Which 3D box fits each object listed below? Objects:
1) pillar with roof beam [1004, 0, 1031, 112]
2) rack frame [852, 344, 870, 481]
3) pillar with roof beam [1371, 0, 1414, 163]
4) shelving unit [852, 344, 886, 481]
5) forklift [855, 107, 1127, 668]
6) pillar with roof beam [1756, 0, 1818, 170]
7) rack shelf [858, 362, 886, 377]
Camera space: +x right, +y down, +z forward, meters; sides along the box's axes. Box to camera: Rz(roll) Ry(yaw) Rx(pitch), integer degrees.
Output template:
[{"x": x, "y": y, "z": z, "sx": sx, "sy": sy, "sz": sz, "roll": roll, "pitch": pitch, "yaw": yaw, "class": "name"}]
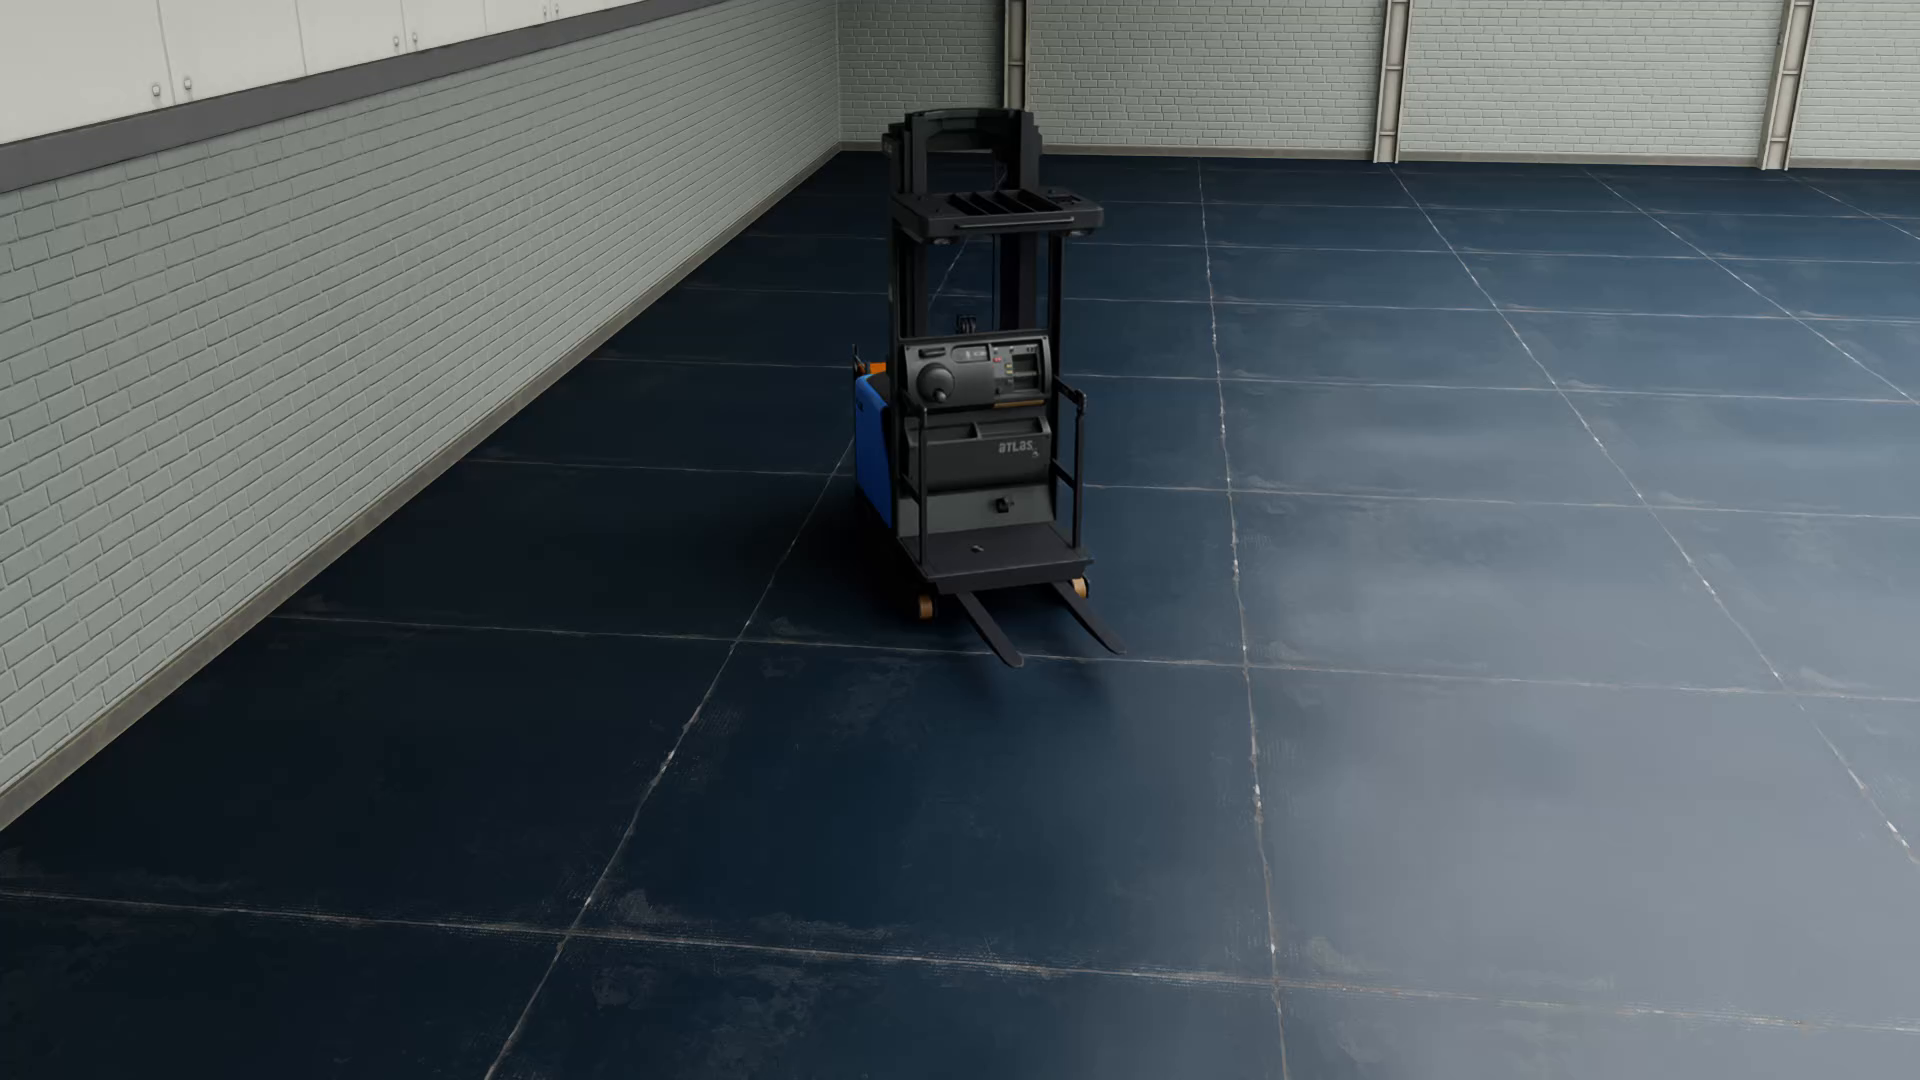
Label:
[{"x": 0.425, "y": -9.018, "z": 22.010, "sx": 0.400, "sy": 9.000, "sz": 9.100, "roll": 2, "pitch": 22, "yaw": 6, "class": "pillar with roof beam"}, {"x": -0.698, "y": -0.793, "z": 11.915, "sx": 0.032, "sy": 1.125, "sz": 0.500, "roll": -5, "pitch": 22, "yaw": -13, "class": "rack frame"}, {"x": 6.383, "y": -8.758, "z": 21.354, "sx": 0.400, "sy": 9.000, "sz": 9.100, "roll": 2, "pitch": 22, "yaw": 6, "class": "pillar with roof beam"}, {"x": -0.206, "y": -0.840, "z": 12.033, "sx": 1.048, "sy": 1.125, "sz": 0.538, "roll": -5, "pitch": 22, "yaw": -13, "class": "shelving unit"}, {"x": 0.175, "y": -1.029, "z": 10.056, "sx": 1.130, "sy": 2.935, "sz": 3.031, "roll": -6, "pitch": 22, "yaw": -15, "class": "forklift"}, {"x": 12.341, "y": -8.499, "z": 20.697, "sx": 0.400, "sy": 9.000, "sz": 9.100, "roll": 2, "pitch": 22, "yaw": 6, "class": "pillar with roof beam"}, {"x": -0.206, "y": -1.112, "z": 11.926, "sx": 1.000, "sy": 0.278, "sz": 0.538, "roll": -5, "pitch": 22, "yaw": -13, "class": "rack shelf"}]
